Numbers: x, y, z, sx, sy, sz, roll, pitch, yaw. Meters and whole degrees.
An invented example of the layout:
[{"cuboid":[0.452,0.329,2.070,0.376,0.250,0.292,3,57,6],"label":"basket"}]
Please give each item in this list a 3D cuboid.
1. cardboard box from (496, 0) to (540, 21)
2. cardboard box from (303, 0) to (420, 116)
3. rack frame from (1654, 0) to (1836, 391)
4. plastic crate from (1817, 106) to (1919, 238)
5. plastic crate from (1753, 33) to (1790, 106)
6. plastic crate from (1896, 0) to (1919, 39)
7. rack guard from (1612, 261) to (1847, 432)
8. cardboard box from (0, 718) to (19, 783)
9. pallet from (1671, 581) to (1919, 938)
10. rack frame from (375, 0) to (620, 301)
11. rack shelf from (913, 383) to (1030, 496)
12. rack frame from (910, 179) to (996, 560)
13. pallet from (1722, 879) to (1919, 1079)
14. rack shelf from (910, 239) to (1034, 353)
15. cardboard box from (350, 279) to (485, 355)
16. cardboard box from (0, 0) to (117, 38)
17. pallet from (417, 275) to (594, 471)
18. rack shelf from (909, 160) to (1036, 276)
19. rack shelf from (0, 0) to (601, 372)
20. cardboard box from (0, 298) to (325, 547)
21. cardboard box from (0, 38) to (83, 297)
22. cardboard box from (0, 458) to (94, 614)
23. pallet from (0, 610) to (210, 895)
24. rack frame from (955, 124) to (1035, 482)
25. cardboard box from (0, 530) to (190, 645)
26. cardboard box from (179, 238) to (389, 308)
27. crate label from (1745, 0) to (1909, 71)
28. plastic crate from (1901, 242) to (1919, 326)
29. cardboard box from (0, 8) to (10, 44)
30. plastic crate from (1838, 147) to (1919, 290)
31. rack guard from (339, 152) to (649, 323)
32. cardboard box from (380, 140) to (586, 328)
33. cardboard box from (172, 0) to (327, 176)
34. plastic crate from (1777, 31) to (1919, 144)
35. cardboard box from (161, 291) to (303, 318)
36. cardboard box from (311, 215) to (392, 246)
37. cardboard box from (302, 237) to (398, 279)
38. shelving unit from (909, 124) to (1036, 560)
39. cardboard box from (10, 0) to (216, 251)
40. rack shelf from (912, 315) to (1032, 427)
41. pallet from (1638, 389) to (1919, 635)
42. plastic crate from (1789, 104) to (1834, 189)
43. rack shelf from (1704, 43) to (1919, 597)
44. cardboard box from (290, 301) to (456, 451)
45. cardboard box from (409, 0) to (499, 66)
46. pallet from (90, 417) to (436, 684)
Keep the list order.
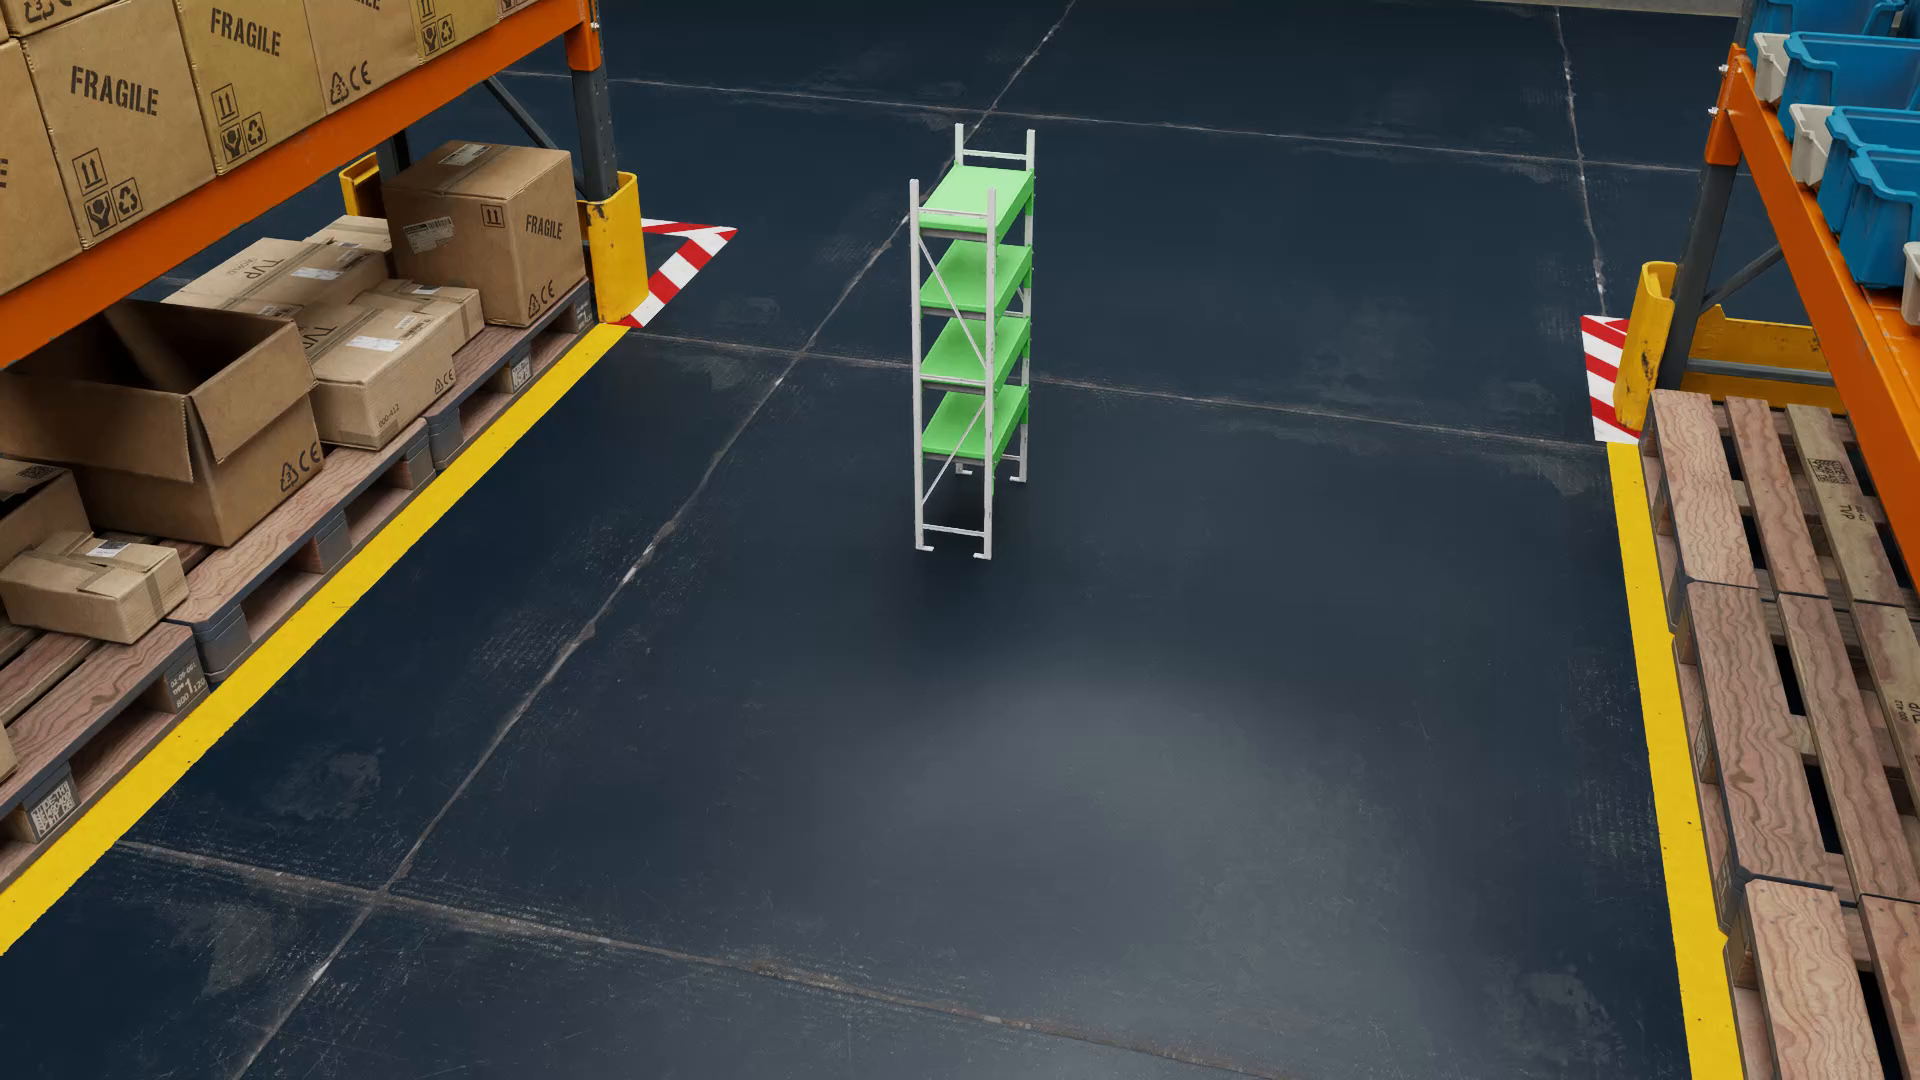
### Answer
[{"cuboid":[-1.704,-2.101,5.665,0.500,0.500,0.500,9,34,14],"label":"cardboard box"},{"cuboid":[-1.964,-1.573,4.835,0.500,0.500,0.500,8,33,13],"label":"cardboard box"},{"cuboid":[2.937,-1.652,5.052,1.000,3.000,0.127,8,33,12],"label":"rack frame"},{"cuboid":[2.221,-0.840,3.875,0.416,0.233,0.300,8,33,12],"label":"plastic crate"},{"cuboid":[2.394,-1.327,4.732,0.250,0.136,0.298,8,33,12],"label":"plastic crate"},{"cuboid":[3.032,-1.493,4.713,0.616,0.435,0.499,8,33,12],"label":"plastic crate"},{"cuboid":[2.930,-0.611,5.745,1.175,0.500,0.348,8,33,12],"label":"rack guard"},{"cuboid":[-2.553,0.508,3.751,0.500,0.311,0.500,8,33,12],"label":"cardboard box"},{"cuboid":[2.378,0.579,4.143,1.003,0.211,1.213,8,33,12],"label":"pallet"},{"cuboid":[-1.854,-2.328,6.116,1.000,3.000,0.127,8,33,12],"label":"rack frame"},{"cuboid":[0.042,-0.336,5.226,0.258,0.148,0.480,8,33,12],"label":"rack shelf"},{"cuboid":[-0.020,-0.466,4.864,0.240,1.200,0.015,8,33,12],"label":"rack frame"},{"cuboid":[2.071,1.214,3.144,1.003,0.211,1.213,8,33,12],"label":"pallet"},{"cuboid":[0.042,-0.741,4.969,0.258,0.148,0.480,8,33,12],"label":"rack shelf"},{"cuboid":[-1.943,-0.804,5.950,0.380,0.166,0.250,8,33,12],"label":"cardboard box"},{"cuboid":[-2.216,-1.457,3.721,0.500,0.500,0.500,7,33,11],"label":"cardboard box"},{"cuboid":[-2.074,-0.698,6.151,1.003,0.211,1.213,8,33,12],"label":"pallet"},{"cuboid":[0.042,-0.943,4.840,0.258,0.148,0.480,8,33,12],"label":"rack shelf"},{"cuboid":[-2.361,-0.987,4.677,1.077,0.370,4.000,8,33,12],"label":"rack shelf"},{"cuboid":[-2.397,-0.360,4.937,0.797,0.503,0.637,8,33,12],"label":"cardboard box"},{"cuboid":[-2.349,-0.788,3.600,0.500,0.500,0.500,9,33,13],"label":"cardboard box"},{"cuboid":[-2.808,-0.027,4.592,0.500,0.311,0.500,8,33,12],"label":"cardboard box"},{"cuboid":[-2.694,0.568,4.160,1.003,0.211,1.213,8,33,12],"label":"pallet"},{"cuboid":[0.104,-0.719,5.262,0.240,1.200,0.015,8,33,12],"label":"rack frame"},{"cuboid":[-2.343,0.119,4.498,0.380,0.166,0.250,8,33,12],"label":"cardboard box"},{"cuboid":[-2.393,-0.850,5.945,0.500,0.250,0.500,8,33,12],"label":"cardboard box"},{"cuboid":[2.555,-1.523,4.950,0.416,0.233,0.303,8,33,12],"label":"crate label"},{"cuboid":[2.073,-0.435,3.328,0.293,0.136,0.466,8,33,12],"label":"plastic crate"},{"cuboid":[-2.347,-1.190,3.302,0.500,0.500,0.500,7,33,11],"label":"cardboard box"},{"cuboid":[2.145,-0.684,3.630,0.416,0.233,0.300,8,33,12],"label":"plastic crate"},{"cuboid":[-1.873,-1.234,6.725,1.175,0.500,0.348,8,33,12],"label":"rack guard"},{"cuboid":[-1.753,-1.143,6.172,0.500,0.500,0.500,8,33,12],"label":"cardboard box"},{"cuboid":[-2.092,-1.311,4.424,0.500,0.500,0.500,8,33,12],"label":"cardboard box"},{"cuboid":[2.388,-1.181,4.413,0.416,0.233,0.300,8,33,12],"label":"plastic crate"},{"cuboid":[-2.520,-0.591,5.536,0.500,0.250,0.500,8,33,12],"label":"cardboard box"},{"cuboid":[-2.292,-1.140,6.495,0.380,0.149,0.250,8,33,12],"label":"cardboard box"},{"cuboid":[-2.356,-1.018,6.286,0.380,0.166,0.250,8,33,12],"label":"cardboard box"},{"cuboid":[0.042,-0.592,5.063,0.258,1.200,0.503,8,33,12],"label":"shelving unit"},{"cuboid":[-2.220,-1.047,4.008,0.500,0.500,0.500,8,33,12],"label":"cardboard box"},{"cuboid":[0.042,-0.538,5.098,0.258,0.148,0.480,8,33,12],"label":"rack shelf"},{"cuboid":[2.690,-0.052,5.135,1.003,0.211,1.213,8,33,12],"label":"pallet"},{"cuboid":[2.222,-0.975,4.178,0.250,0.136,0.298,8,33,12],"label":"plastic crate"},{"cuboid":[2.429,-0.310,3.613,1.077,0.370,4.000,8,33,12],"label":"rack shelf"},{"cuboid":[-2.024,-0.549,5.470,0.500,0.250,0.500,8,33,12],"label":"cardboard box"},{"cuboid":[-1.832,-1.831,5.241,0.500,0.500,0.500,8,33,13],"label":"cardboard box"},{"cuboid":[-2.386,-0.067,5.159,1.003,0.211,1.213,8,33,12],"label":"pallet"}]
